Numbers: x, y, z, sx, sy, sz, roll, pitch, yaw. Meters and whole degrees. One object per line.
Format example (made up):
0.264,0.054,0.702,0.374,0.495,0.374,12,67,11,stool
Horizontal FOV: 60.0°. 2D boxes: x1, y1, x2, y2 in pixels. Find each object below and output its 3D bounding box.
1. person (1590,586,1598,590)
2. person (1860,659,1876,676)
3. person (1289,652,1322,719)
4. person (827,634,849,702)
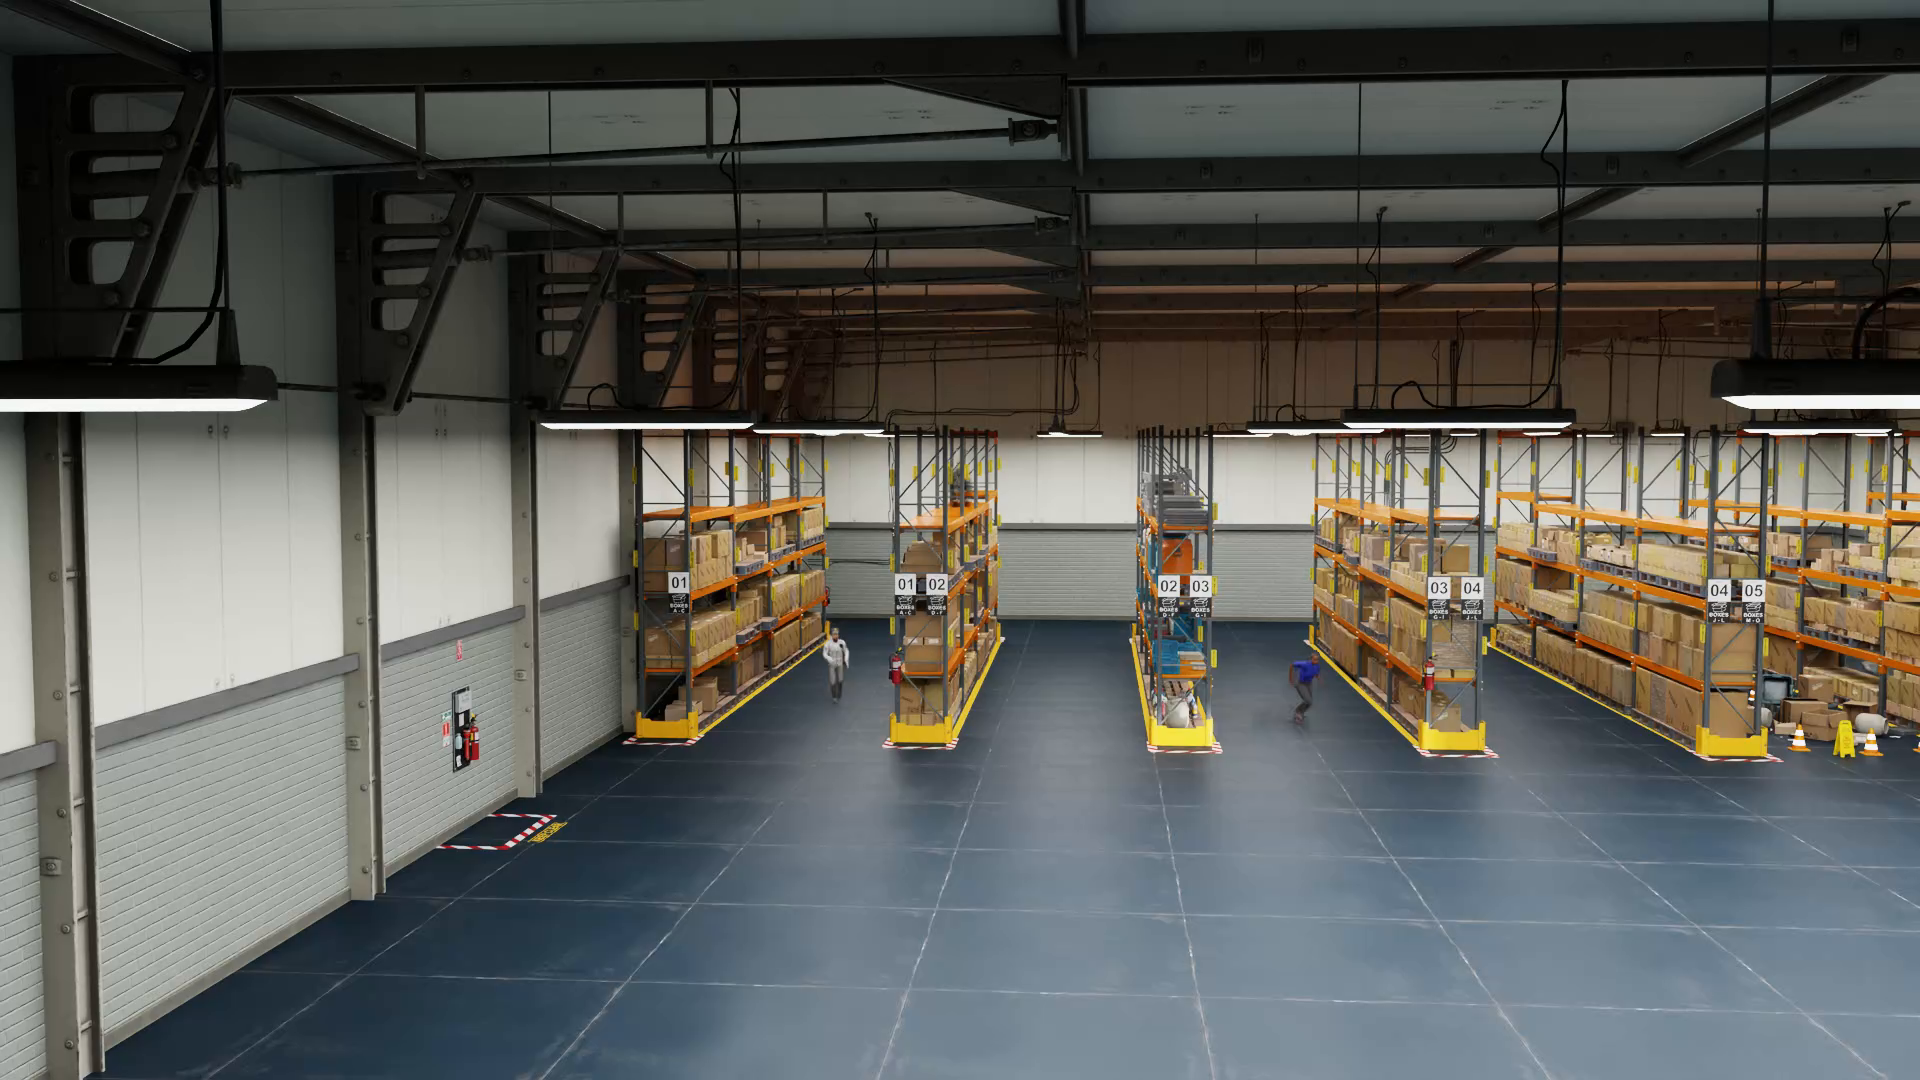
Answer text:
17.069,1.850,44.991,0.724,1.063,0.751,0,3,-7,person
21.532,2.496,39.259,0.667,1.748,0.632,0,3,4,person
6.928,2.940,33.400,0.603,1.421,0.840,-2,4,-25,person
-2.651,2.742,36.159,0.482,1.607,0.633,-1,3,-11,person
